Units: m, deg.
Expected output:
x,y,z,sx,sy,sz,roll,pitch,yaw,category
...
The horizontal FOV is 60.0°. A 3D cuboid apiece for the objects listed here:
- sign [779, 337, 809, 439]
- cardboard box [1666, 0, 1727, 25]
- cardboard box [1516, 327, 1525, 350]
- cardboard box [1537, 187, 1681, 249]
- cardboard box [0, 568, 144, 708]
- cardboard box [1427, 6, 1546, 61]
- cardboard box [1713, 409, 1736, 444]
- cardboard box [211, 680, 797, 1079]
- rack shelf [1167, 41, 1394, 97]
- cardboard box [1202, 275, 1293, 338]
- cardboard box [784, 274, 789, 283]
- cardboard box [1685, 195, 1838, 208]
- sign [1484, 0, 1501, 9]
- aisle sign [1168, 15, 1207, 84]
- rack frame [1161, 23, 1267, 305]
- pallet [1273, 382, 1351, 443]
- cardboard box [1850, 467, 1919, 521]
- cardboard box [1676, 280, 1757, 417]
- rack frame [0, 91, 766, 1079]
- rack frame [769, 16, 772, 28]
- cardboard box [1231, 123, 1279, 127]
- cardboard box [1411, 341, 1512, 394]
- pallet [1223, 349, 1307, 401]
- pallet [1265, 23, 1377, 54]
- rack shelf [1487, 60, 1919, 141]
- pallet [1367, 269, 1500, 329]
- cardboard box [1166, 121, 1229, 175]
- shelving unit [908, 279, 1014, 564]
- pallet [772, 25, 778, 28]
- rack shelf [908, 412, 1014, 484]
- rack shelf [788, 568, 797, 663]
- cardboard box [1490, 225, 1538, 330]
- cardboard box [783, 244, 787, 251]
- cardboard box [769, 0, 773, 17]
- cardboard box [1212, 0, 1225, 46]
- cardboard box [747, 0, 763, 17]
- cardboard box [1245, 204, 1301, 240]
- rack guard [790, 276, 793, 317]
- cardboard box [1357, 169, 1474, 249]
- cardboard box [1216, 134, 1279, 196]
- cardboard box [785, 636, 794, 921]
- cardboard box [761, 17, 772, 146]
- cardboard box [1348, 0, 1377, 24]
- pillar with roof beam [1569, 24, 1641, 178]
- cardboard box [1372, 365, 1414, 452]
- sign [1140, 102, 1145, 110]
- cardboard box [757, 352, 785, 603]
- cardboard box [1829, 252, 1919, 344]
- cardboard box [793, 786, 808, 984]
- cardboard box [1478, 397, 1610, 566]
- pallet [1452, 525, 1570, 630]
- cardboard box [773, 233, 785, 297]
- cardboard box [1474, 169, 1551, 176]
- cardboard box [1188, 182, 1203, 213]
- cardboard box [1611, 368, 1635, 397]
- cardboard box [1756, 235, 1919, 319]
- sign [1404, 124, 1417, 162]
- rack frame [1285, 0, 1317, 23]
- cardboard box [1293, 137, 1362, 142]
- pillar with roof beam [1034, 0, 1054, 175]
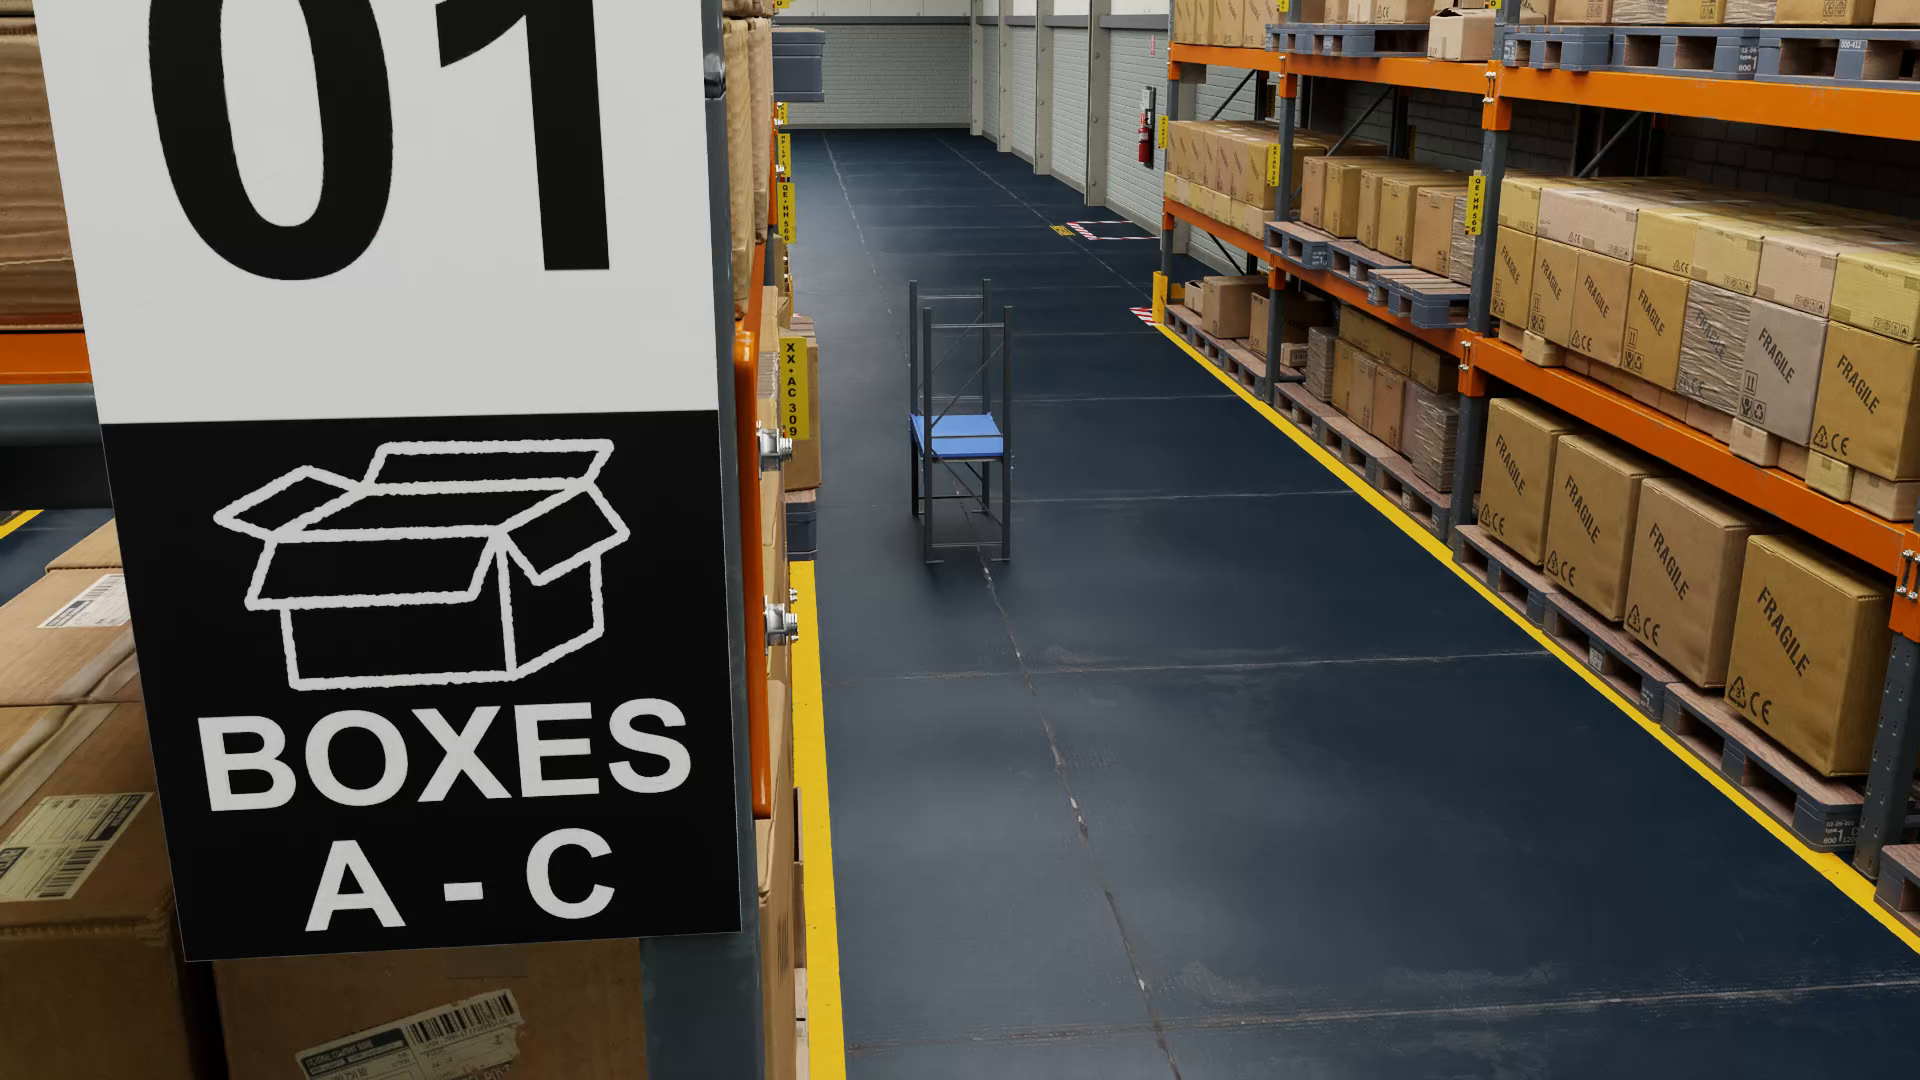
x,y,z,sx,sy,sz,roll,pitch,yaw,category
-0.530,-0.476,5.241,0.100,0.325,0.005,-2,18,-6,sign
3.704,-2.615,7.588,0.700,0.500,0.500,-1,17,-3,cardboard box
3.267,-1.099,9.056,0.380,0.149,0.250,-2,17,-5,cardboard box
3.292,-1.644,8.456,0.500,0.250,0.500,-2,18,-6,cardboard box
-1.028,0.348,2.224,0.500,0.500,0.500,-1,17,-4,cardboard box
3.103,-2.994,9.815,0.500,0.311,0.500,-2,18,-6,cardboard box
3.466,-0.485,7.099,0.380,0.149,0.250,-2,18,-6,cardboard box
-0.440,0.482,1.796,0.500,0.500,0.500,-1,17,-4,cardboard box
2.827,-4.266,14.950,1.077,0.370,4.000,-2,18,-6,rack shelf
2.687,-2.192,15.590,0.700,0.500,0.500,-3,18,-9,cardboard box
-1.690,-1.971,14.083,0.500,0.500,0.500,-2,18,-6,cardboard box
3.850,-1.513,8.038,0.500,0.250,0.500,-2,18,-7,cardboard box
2.906,-3.052,9.019,0.100,0.325,0.005,-2,18,-6,sign
2.315,-5.026,16.838,0.394,0.787,0.004,-2,18,-6,aisle sign
2.621,-3.774,17.189,1.000,3.000,0.127,-2,18,-6,rack frame
3.115,-1.020,13.072,1.003,0.211,1.213,-2,18,-6,pallet
3.542,-0.180,6.129,0.380,0.149,0.250,-2,18,-5,cardboard box
3.454,-0.829,7.113,0.500,0.500,0.500,-2,18,-6,cardboard box
-0.656,1.148,1.514,1.000,3.000,0.127,-2,18,-6,rack frame
-1.481,-4.098,8.207,1.000,3.000,0.127,-2,18,-6,rack frame
2.923,-3.785,16.191,0.500,0.500,0.500,-2,17,-5,cardboard box
3.323,-1.150,11.018,0.500,0.250,0.500,-1,17,-5,cardboard box
2.929,-1.450,14.445,1.003,0.211,1.213,-2,18,-6,pallet
2.991,-3.736,12.376,1.213,0.211,1.003,-2,18,-6,pallet
3.652,-1.882,7.358,1.077,0.370,4.000,-2,18,-6,rack shelf
3.266,-1.508,10.292,1.213,0.211,1.003,-2,18,-6,pallet
2.371,-3.918,16.614,0.500,0.500,0.500,-2,18,-6,cardboard box
-0.009,-0.741,10.033,0.538,1.500,1.048,-2,18,-6,shelving unit
-1.640,-2.776,9.320,1.213,0.211,1.003,-1,17,-3,pallet
-0.009,-0.569,10.087,0.538,0.185,1.000,-2,18,-6,rack shelf
-1.275,-0.297,7.316,1.077,0.370,4.000,-2,18,-6,rack shelf
3.241,-1.437,9.048,0.500,0.500,0.500,-1,17,-4,cardboard box
-1.955,-2.715,16.455,0.500,0.500,0.500,-2,18,-6,cardboard box
-0.748,-1.506,4.374,0.500,0.250,0.500,-2,18,-6,cardboard box
2.560,-4.680,14.868,0.500,0.500,0.500,-1,17,-2,cardboard box
-0.495,-0.761,2.001,0.500,0.250,0.500,-2,18,-6,cardboard box
2.683,-2.652,13.832,0.500,0.250,0.500,-2,18,-6,cardboard box
-2.309,-2.434,17.095,1.175,0.500,0.348,-2,18,-6,rack guard
3.201,-2.325,11.673,0.700,0.500,0.500,1,17,2,cardboard box
2.578,-3.308,14.670,0.500,0.500,0.500,-2,18,-7,cardboard box
-0.597,0.507,3.386,0.500,0.500,0.500,-2,17,-5,cardboard box
-0.653,-0.969,3.499,0.500,0.250,0.500,-2,18,-6,cardboard box
3.074,-3.822,11.783,0.500,0.311,0.500,-1,17,-4,cardboard box
-0.110,-4.533,9.594,9.100,9.000,0.400,-2,18,-6,pillar with roof beam
3.303,-0.925,11.553,0.700,0.500,0.500,-2,18,-6,cardboard box
2.755,-6.553,25.098,0.001,0.109,0.331,-2,18,-6,sign
-0.652,-0.124,3.727,0.500,0.500,0.500,-2,18,-5,cardboard box
3.556,-0.887,6.044,0.500,0.250,0.500,-1,17,-4,cardboard box
-0.728,1.099,5.106,0.500,0.500,0.500,-2,18,-6,cardboard box
3.391,-0.342,9.145,0.750,0.750,0.750,-2,18,-6,cardboard box
3.452,0.178,9.259,1.003,0.211,1.213,-2,18,-6,pallet
-1.304,-1.300,8.442,0.700,0.500,0.500,-8,19,-24,cardboard box
3.332,-2.154,10.047,0.380,0.149,0.250,-5,18,-15,cardboard box
2.469,-3.250,15.739,0.500,0.250,0.500,-2,18,-7,cardboard box
3.410,-0.792,8.078,0.380,0.149,0.250,-2,17,-5,cardboard box
3.513,-1.039,6.530,0.500,0.250,0.500,-1,17,-4,cardboard box
3.585,-3.152,13.278,0.100,0.325,0.005,-2,18,-6,sign
3.033,-5.444,12.494,1.000,3.000,0.127,-2,18,-6,rack frame
3.143,-3.178,14.258,0.500,0.500,0.500,-2,18,-6,cardboard box
-2.585,-11.684,32.370,9.100,9.000,0.400,-2,18,-6,pillar with roof beam
